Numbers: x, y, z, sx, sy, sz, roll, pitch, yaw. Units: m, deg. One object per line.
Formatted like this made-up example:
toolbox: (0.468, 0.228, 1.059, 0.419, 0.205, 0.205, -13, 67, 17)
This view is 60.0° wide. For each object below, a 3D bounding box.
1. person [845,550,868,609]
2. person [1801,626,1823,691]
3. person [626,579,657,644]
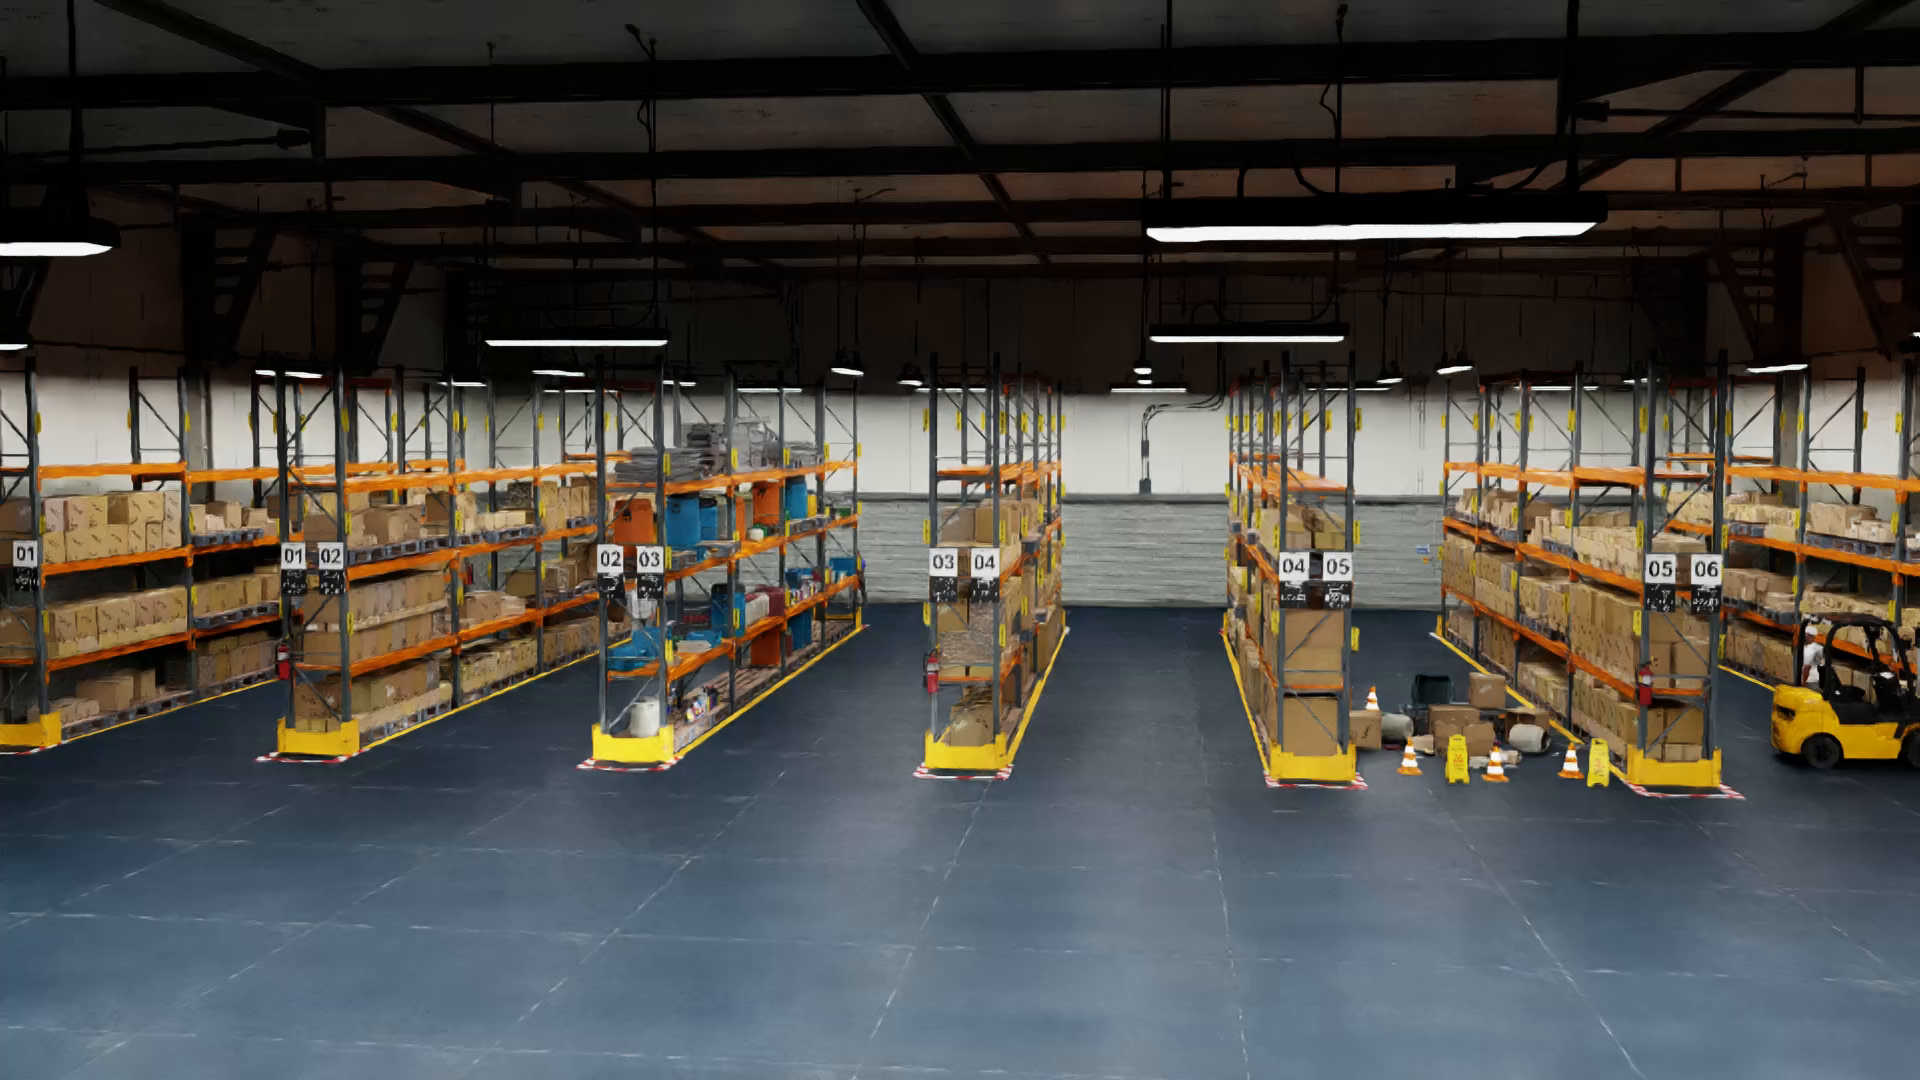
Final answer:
person: (-2.744, 1.039, 44.608, 0.443, 1.586, 1.001, 1, 4, 16)
person: (13.468, 2.236, 26.445, 0.576, 1.764, 0.664, 3, 5, 34)
person: (-6.831, 1.624, 35.691, 0.677, 1.726, 0.574, 0, 4, 5)
